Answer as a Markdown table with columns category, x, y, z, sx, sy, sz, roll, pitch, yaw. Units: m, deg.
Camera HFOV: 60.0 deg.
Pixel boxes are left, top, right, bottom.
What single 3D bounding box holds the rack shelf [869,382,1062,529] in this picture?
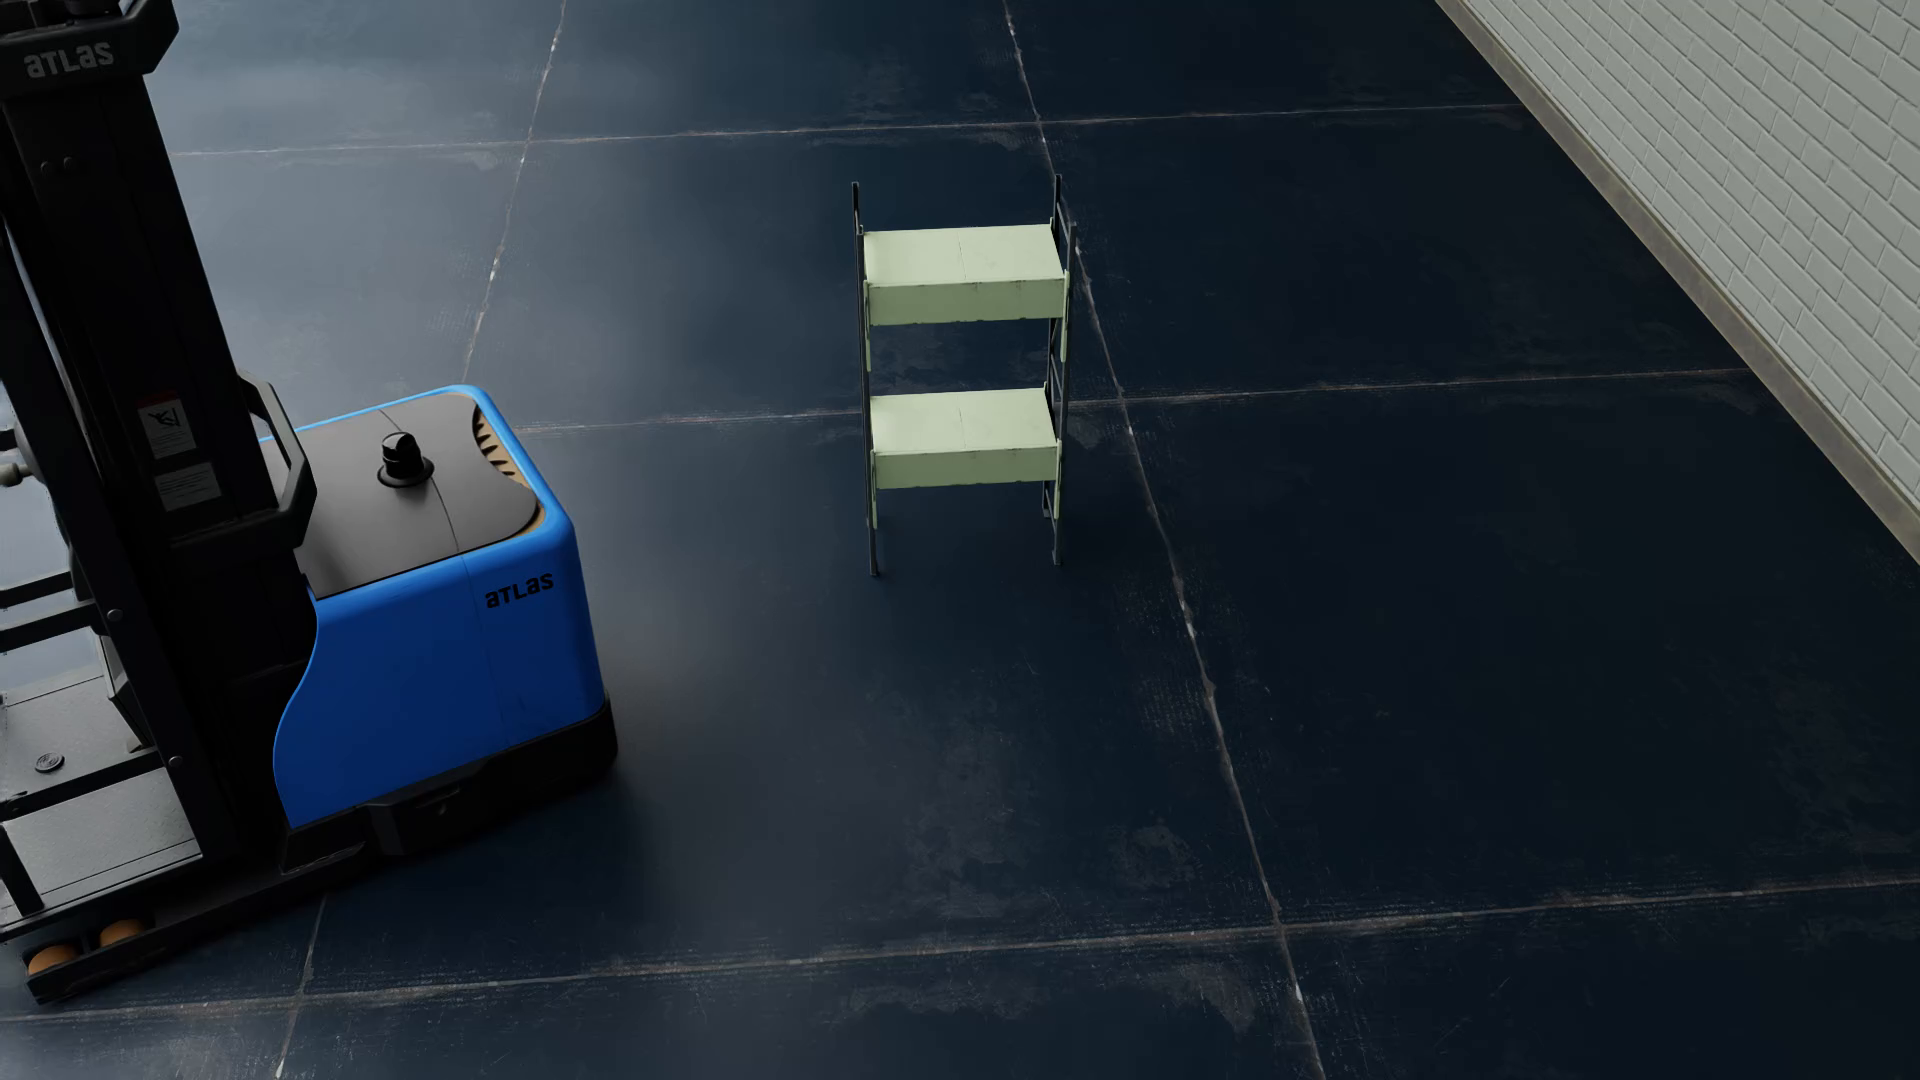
| category | x | y | z | sx | sy | sz | roll | pitch | yaw |
| --- | --- | --- | --- | --- | --- | --- | --- | --- | --- |
| rack shelf | 0.007 | -0.333 | 6.488 | 0.720 | 0.370 | 0.431 | -3 | 38 | -4 |

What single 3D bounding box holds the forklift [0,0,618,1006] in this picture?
| category | x | y | z | sx | sy | sz | roll | pitch | yaw |
| --- | --- | --- | --- | --- | --- | --- | --- | --- | --- |
| forklift | -2.708 | -0.147 | 4.570 | 3.031 | 2.935 | 1.130 | -20 | 42 | -23 |

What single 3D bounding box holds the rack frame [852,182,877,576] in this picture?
| category | x | y | z | sx | sy | sz | roll | pitch | yaw |
| --- | --- | --- | --- | --- | --- | --- | --- | --- | --- |
| rack frame | -0.358 | -0.569 | 6.260 | 0.023 | 1.500 | 0.400 | -3 | 38 | -4 |

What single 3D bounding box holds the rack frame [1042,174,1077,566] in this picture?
| category | x | y | z | sx | sy | sz | roll | pitch | yaw |
| --- | --- | --- | --- | --- | --- | --- | --- | --- | --- |
| rack frame | 0.371 | -0.609 | 6.311 | 0.023 | 1.500 | 0.400 | -3 | 38 | -4 |

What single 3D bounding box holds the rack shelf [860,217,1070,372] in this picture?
| category | x | y | z | sx | sy | sz | roll | pitch | yaw |
| --- | --- | --- | --- | --- | --- | --- | --- | --- | --- |
| rack shelf | 0.007 | -0.896 | 6.044 | 0.720 | 0.370 | 0.431 | -3 | 38 | -4 |

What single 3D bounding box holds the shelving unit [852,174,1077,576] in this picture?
| category | x | y | z | sx | sy | sz | roll | pitch | yaw |
| --- | --- | --- | --- | --- | --- | --- | --- | --- | --- |
| shelving unit | 0.007 | -0.589 | 6.286 | 0.755 | 1.500 | 0.431 | -3 | 38 | -4 |
